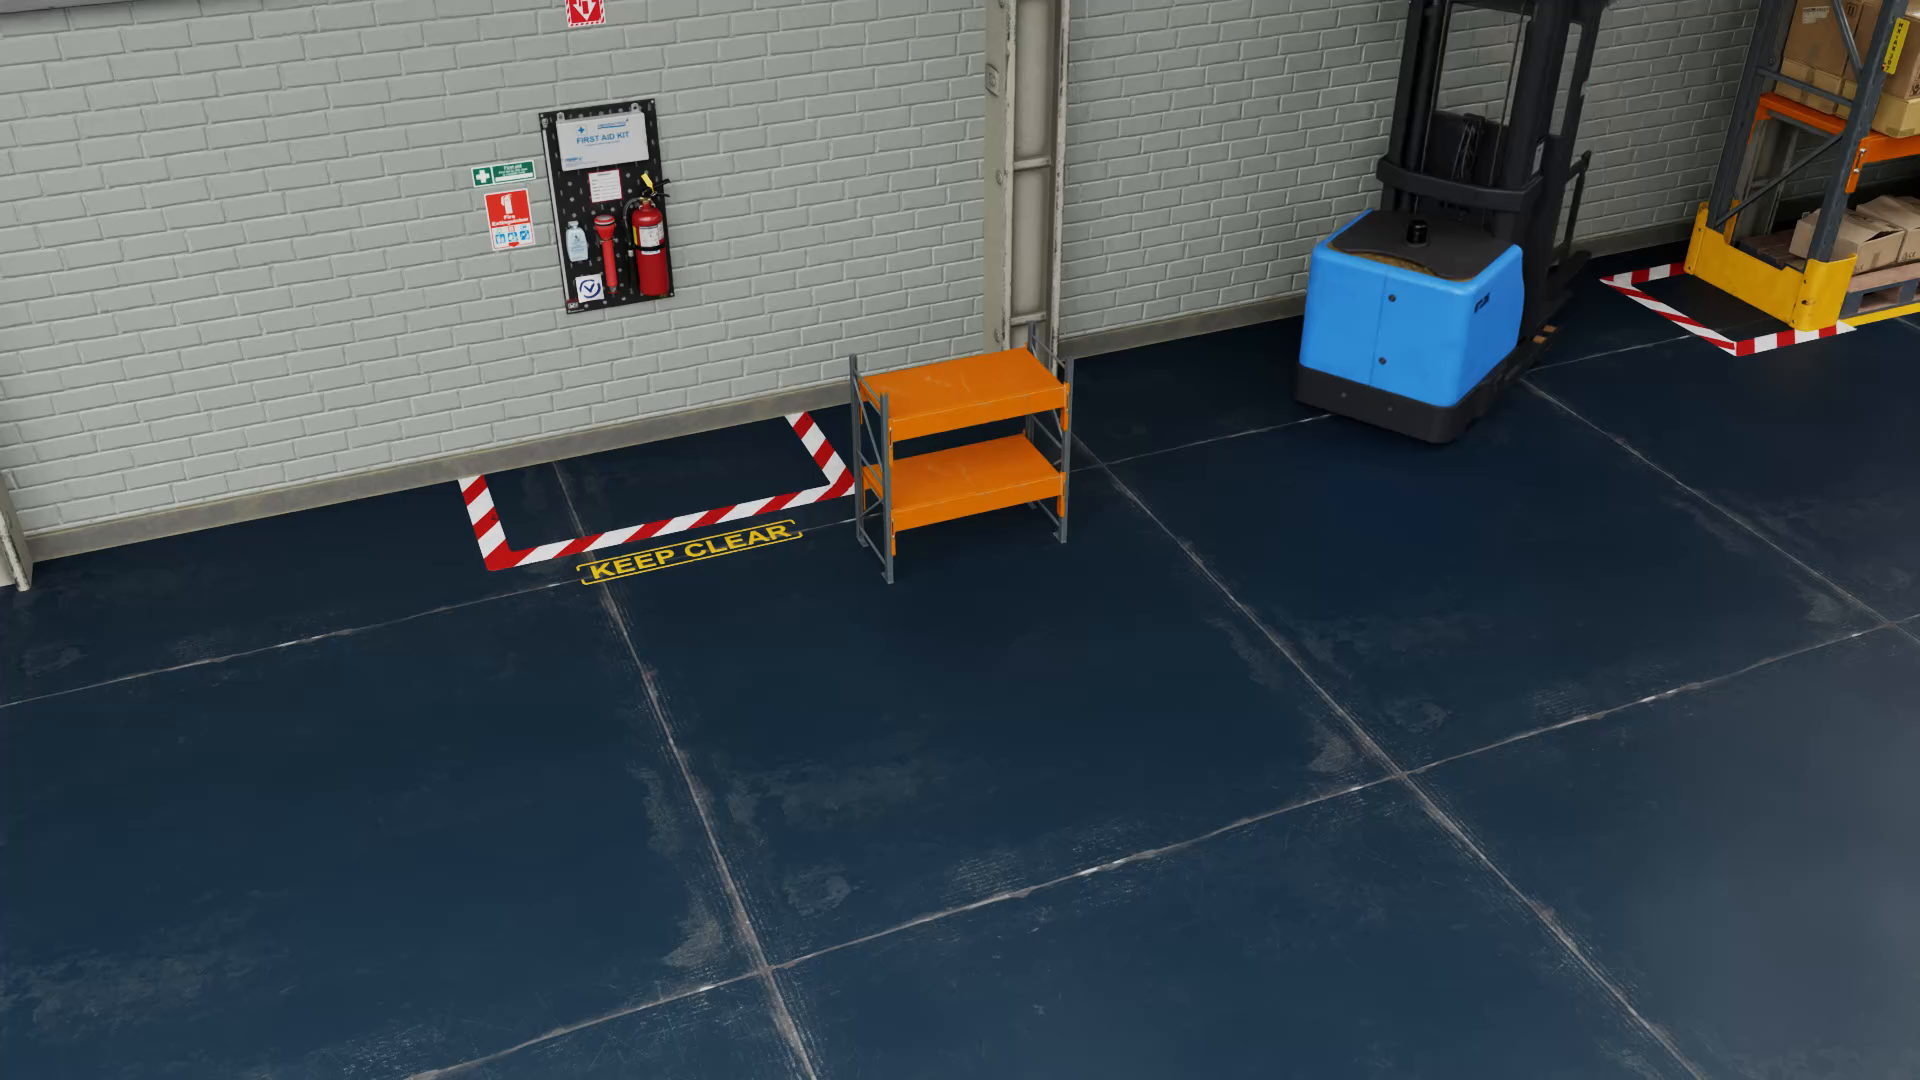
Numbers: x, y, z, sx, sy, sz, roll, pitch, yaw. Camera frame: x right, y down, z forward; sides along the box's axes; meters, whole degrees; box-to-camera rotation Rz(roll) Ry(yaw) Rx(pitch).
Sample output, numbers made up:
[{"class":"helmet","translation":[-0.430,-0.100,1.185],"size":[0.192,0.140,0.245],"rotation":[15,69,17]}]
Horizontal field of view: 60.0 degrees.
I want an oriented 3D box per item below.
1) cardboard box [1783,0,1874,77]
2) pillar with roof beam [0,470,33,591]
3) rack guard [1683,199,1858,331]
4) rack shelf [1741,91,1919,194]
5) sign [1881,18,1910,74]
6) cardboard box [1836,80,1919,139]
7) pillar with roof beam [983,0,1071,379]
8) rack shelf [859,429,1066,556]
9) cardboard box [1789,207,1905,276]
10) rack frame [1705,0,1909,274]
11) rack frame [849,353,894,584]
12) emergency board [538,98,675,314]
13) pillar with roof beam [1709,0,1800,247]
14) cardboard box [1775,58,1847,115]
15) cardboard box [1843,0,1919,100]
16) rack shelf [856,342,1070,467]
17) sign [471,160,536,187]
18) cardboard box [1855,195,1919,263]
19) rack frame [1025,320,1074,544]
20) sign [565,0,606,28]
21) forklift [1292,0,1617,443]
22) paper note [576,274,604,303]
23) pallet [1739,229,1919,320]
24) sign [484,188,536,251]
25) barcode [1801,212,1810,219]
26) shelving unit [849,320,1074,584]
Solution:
[{"class":"cardboard box","translation":[5.962,-3.450,11.152],"size":[0.500,0.500,0.500],"rotation":[-13,35,-19]},{"class":"pillar with roof beam","translation":[-3.478,-1.383,3.043],"size":[0.400,9.000,9.100],"rotation":[-13,35,-19]},{"class":"rack guard","translation":[5.679,-1.953,11.710],"size":[0.348,0.500,1.175],"rotation":[-13,35,-19]},{"class":"rack shelf","translation":[7.453,-3.105,11.849],"size":[4.000,0.370,1.077],"rotation":[-13,35,-19]},{"class":"sign","translation":[5.819,-3.074,10.349],"size":[0.005,0.325,0.100],"rotation":[-13,35,-19]},{"class":"cardboard box","translation":[6.182,-2.873,10.952],"size":[0.500,0.250,0.500],"rotation":[-14,36,-20]},{"class":"pillar with roof beam","translation":[2.054,-2.650,4.990],"size":[0.400,9.000,9.100],"rotation":[-13,35,-19]},{"class":"rack shelf","translation":[0.006,-0.268,8.997],"size":[1.000,0.278,0.538],"rotation":[-13,35,-19]},{"class":"cardboard box","translation":[6.282,-2.142,11.772],"size":[0.500,0.311,0.500],"rotation":[-17,37,-24]},{"class":"rack frame","translation":[5.609,-2.984,11.004],"size":[0.127,3.000,1.000],"rotation":[-13,35,-19]},{"class":"rack frame","translation":[-0.462,-0.366,8.698],"size":[0.032,1.125,0.500],"rotation":[-13,35,-19]},{"class":"emergency board","translation":[-1.906,-1.798,9.180],"size":[0.643,1.169,0.194],"rotation":[-13,35,-19]},{"class":"pillar with roof beam","translation":[7.586,-3.917,6.937],"size":[0.400,9.000,9.100],"rotation":[-13,35,-19]},{"class":"cardboard box","translation":[5.965,-3.126,11.341],"size":[0.500,0.250,0.500],"rotation":[-12,35,-18]},{"class":"cardboard box","translation":[6.166,-3.194,10.758],"size":[0.500,0.500,0.500],"rotation":[-13,35,-19]},{"class":"rack shelf","translation":[0.006,-0.718,8.704],"size":[1.000,0.278,0.538],"rotation":[-13,35,-19]},{"class":"sign","translation":[-2.448,-1.966,8.921],"size":[0.331,0.109,0.001],"rotation":[-13,35,-19]},{"class":"cardboard box","translation":[6.808,-2.263,11.957],"size":[0.500,0.311,0.500],"rotation":[-10,34,-15]},{"class":"rack frame","translation":[0.475,-0.580,9.028],"size":[0.032,1.125,0.500],"rotation":[-13,35,-19]},{"class":"sign","translation":[-1.952,-2.818,8.623],"size":[0.199,0.298,0.001],"rotation":[-13,35,-19]},{"class":"forklift","translation":[3.364,-2.554,10.406],"size":[1.130,2.935,3.031],"rotation":[22,39,30]},{"class":"paper note","translation":[-2.096,-1.426,9.417],"size":[0.142,0.148,0.016],"rotation":[-13,35,-19]},{"class":"pallet","translation":[6.442,-1.985,12.025],"size":[1.213,0.211,1.003],"rotation":[-13,35,-19]},{"class":"sign","translation":[-2.455,-1.748,9.071],"size":[0.234,0.329,0.001],"rotation":[-13,35,-19]},{"class":"barcode","translation":[6.144,-2.351,12.085],"size":[0.075,0.075,0.001],"rotation":[-13,35,-19]},{"class":"shelving unit","translation":[0.006,-0.473,8.863],"size":[1.048,1.125,0.538],"rotation":[-13,35,-19]}]
